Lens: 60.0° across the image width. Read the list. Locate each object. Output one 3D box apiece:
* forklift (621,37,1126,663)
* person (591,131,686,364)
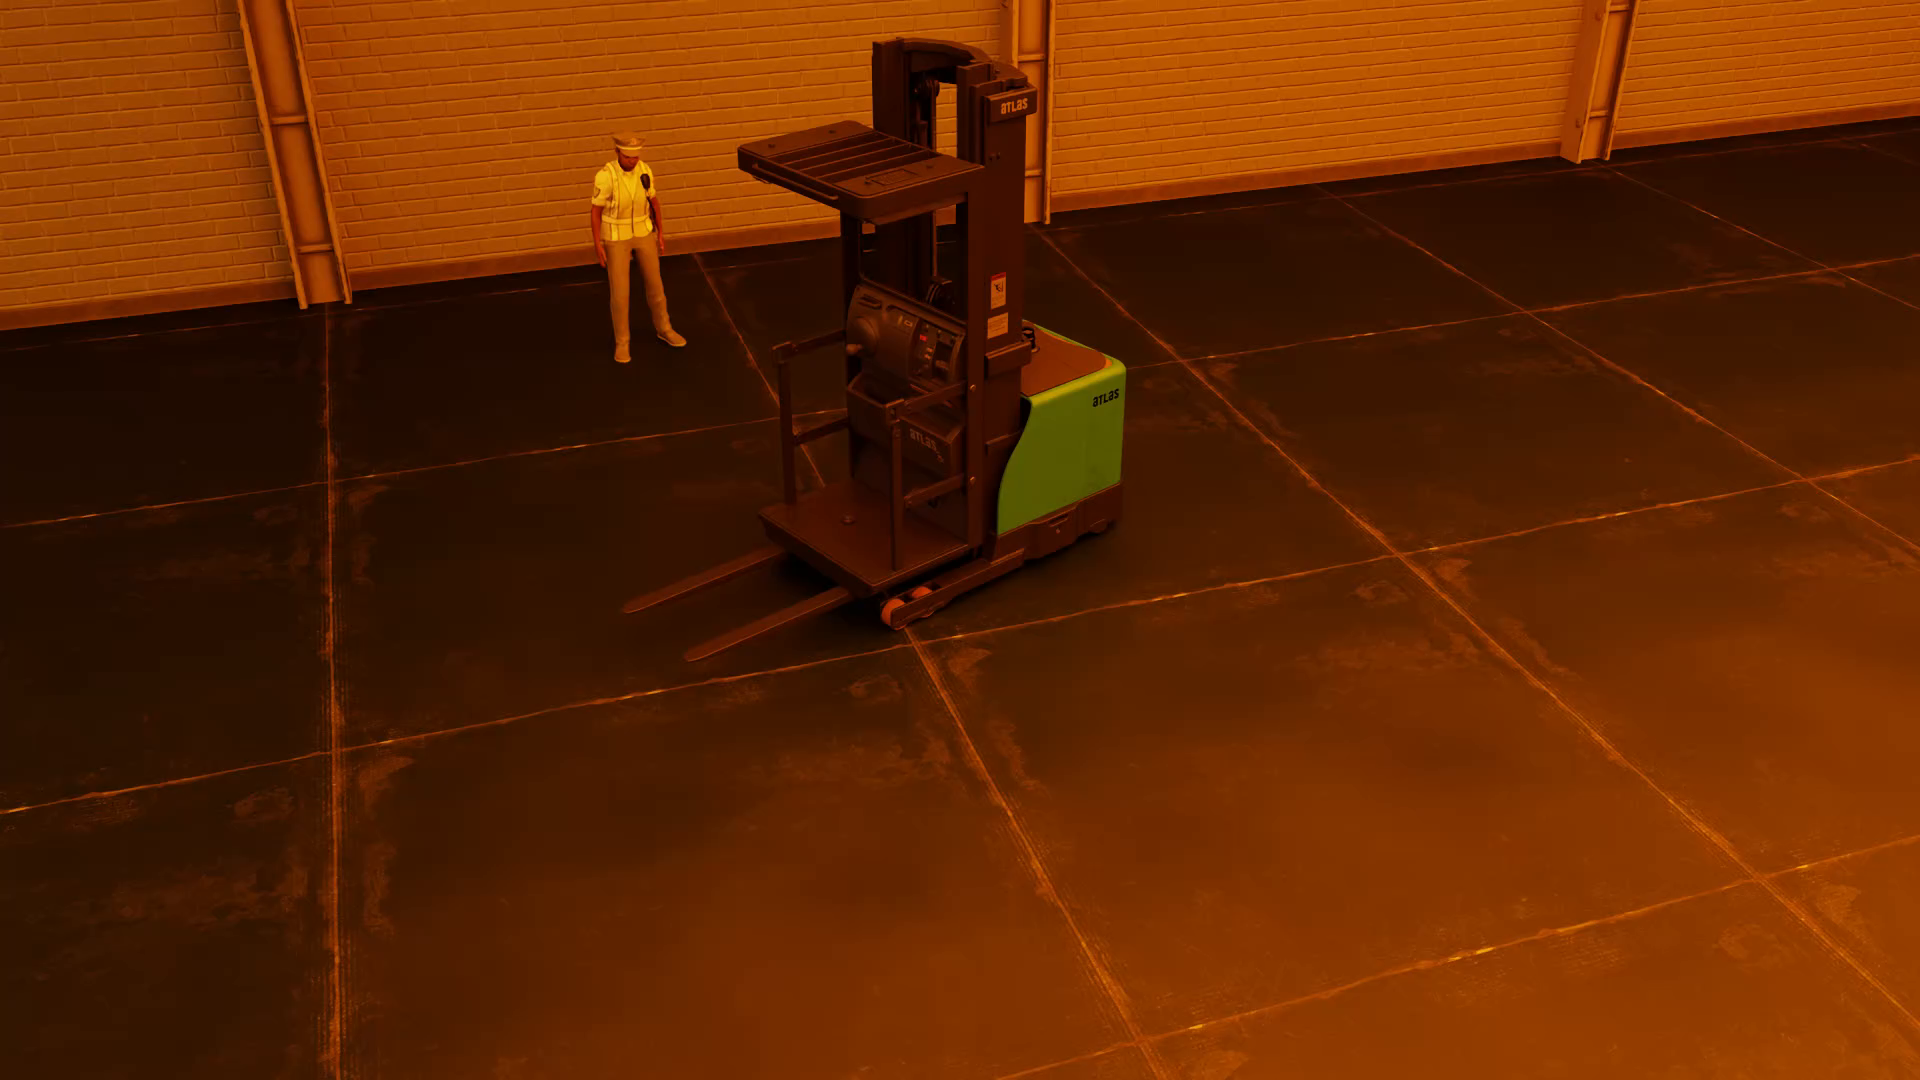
[{"bbox_3d":[-0.461,-1.072,8.951,3.031,2.935,1.130,-23,37,-34],"label":"forklift"},{"bbox_3d":[-2.386,-2.173,12.146,0.590,1.666,0.420,-18,35,-28],"label":"person"}]
